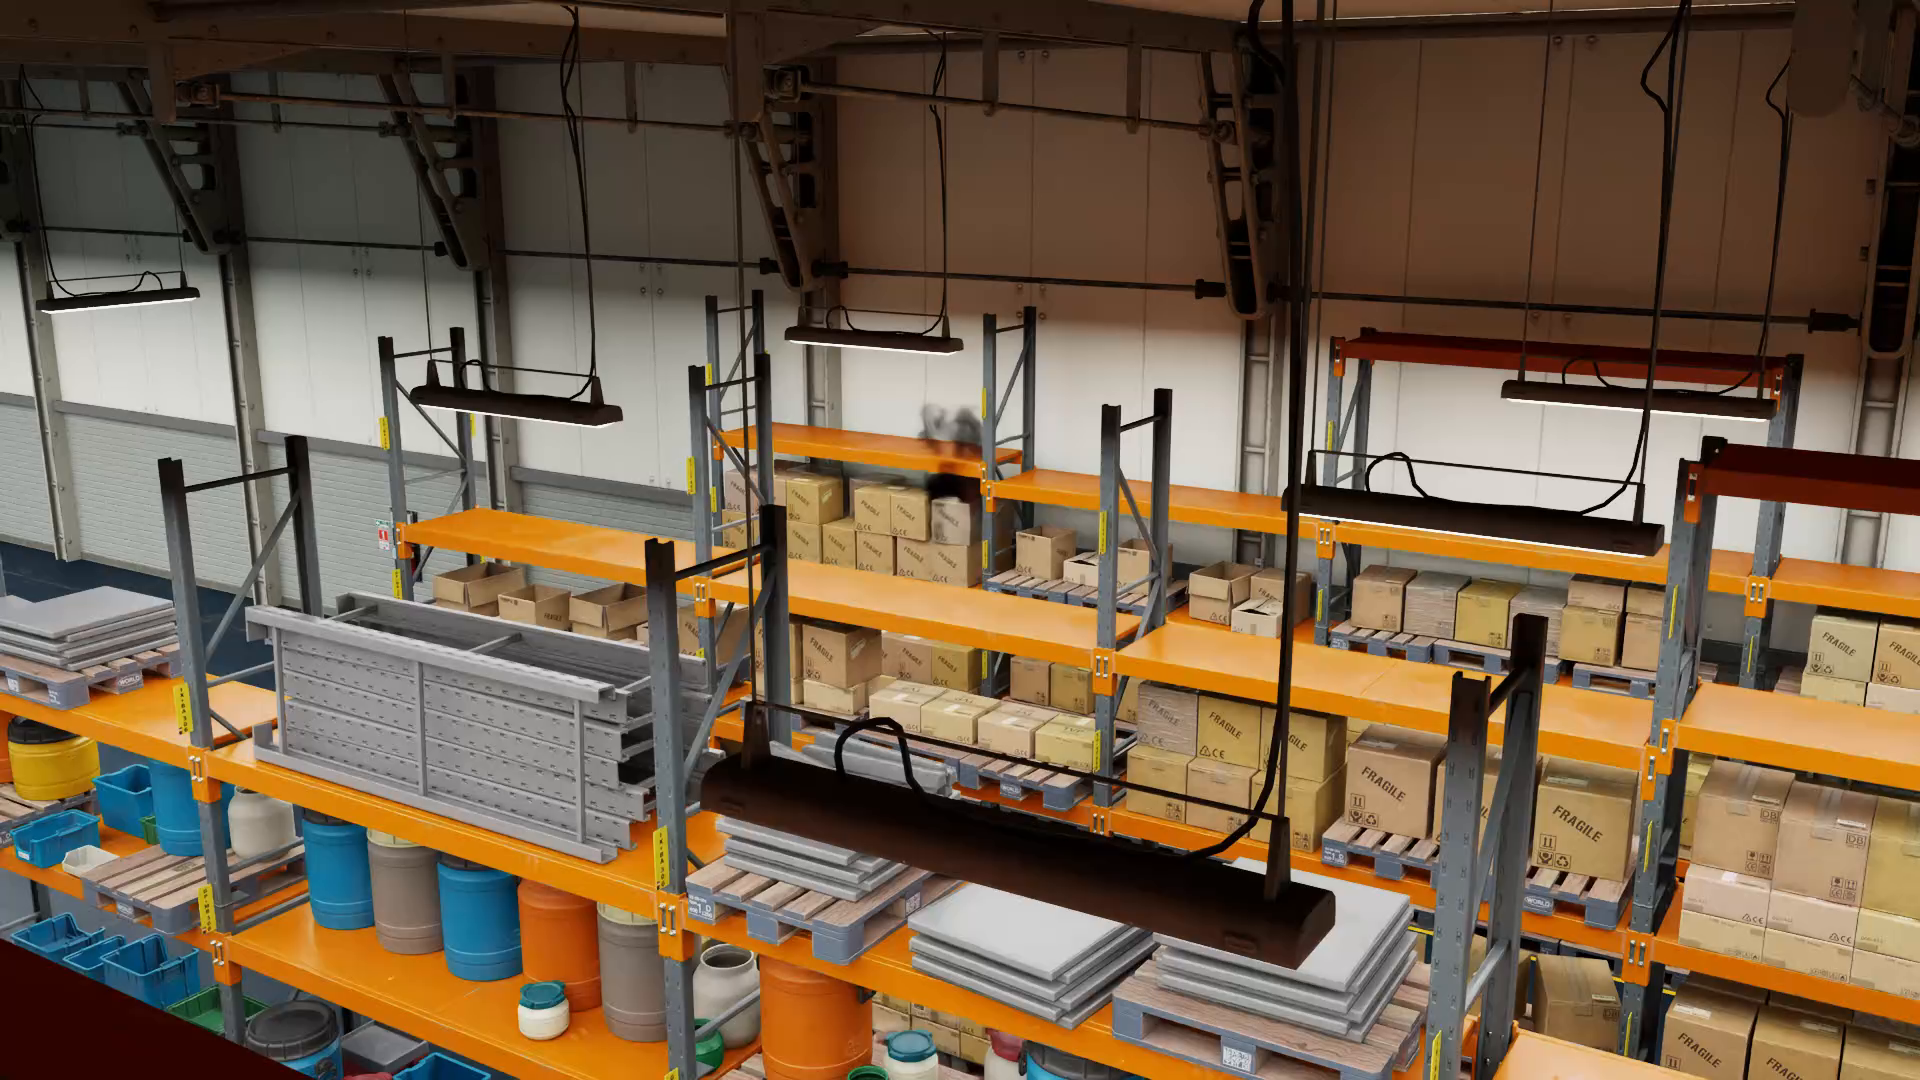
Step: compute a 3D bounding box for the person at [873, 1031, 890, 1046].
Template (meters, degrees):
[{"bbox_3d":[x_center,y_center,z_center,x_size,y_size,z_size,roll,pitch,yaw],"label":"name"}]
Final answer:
[{"bbox_3d":[-0.564,4.347,12.113,0.860,1.692,0.676,6,15,23],"label":"person"}]
